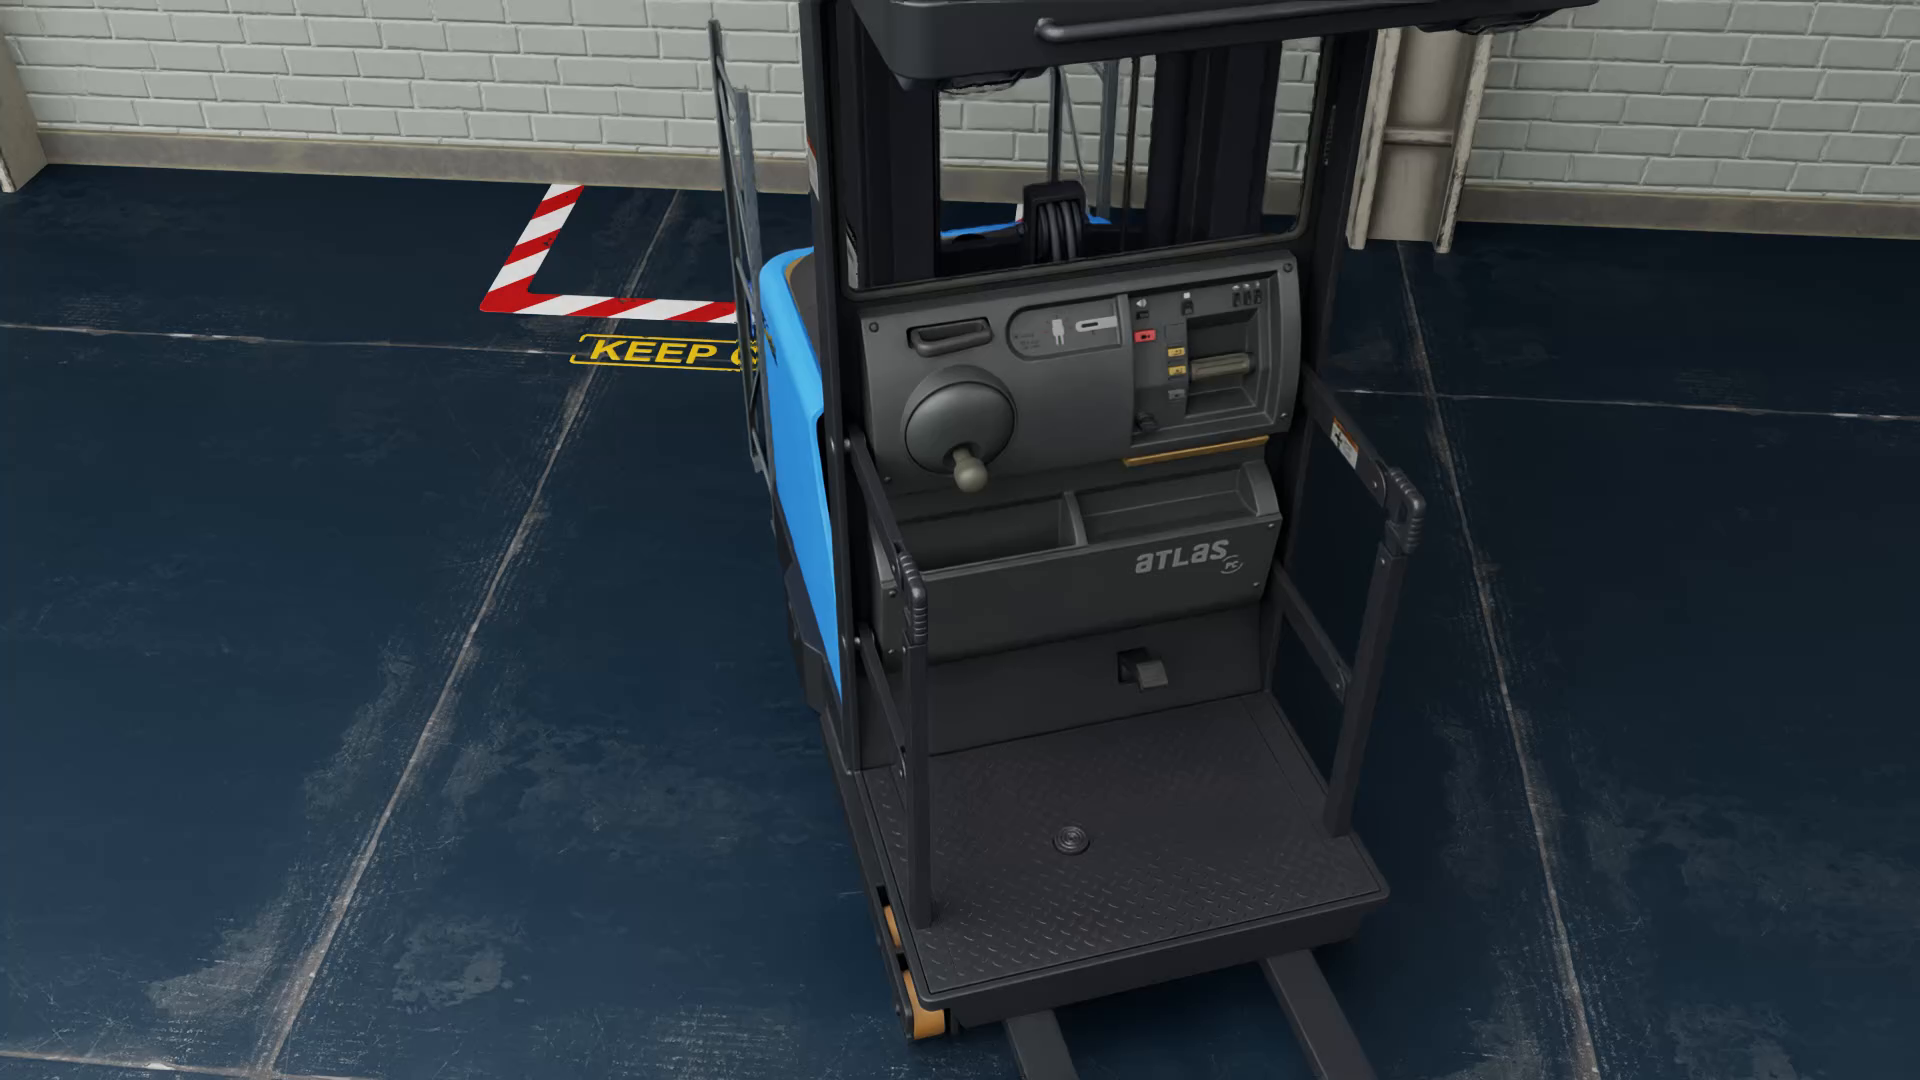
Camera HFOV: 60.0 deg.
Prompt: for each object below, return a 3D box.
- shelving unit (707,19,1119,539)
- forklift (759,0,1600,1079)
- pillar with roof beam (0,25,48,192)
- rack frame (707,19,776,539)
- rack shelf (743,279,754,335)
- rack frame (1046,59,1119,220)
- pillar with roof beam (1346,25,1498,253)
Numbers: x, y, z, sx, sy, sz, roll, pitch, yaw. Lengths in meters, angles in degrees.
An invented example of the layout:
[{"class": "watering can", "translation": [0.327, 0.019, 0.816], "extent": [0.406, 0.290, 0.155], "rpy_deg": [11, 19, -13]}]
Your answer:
[{"class": "shelving unit", "translation": [-0.138, -0.812, 5.059], "extent": [1.048, 1.500, 0.538], "rpy_deg": [-10, 40, -12]}, {"class": "forklift", "translation": [0.320, -0.267, 3.256], "extent": [1.130, 2.935, 3.031], "rpy_deg": [-10, 40, -12]}, {"class": "pillar with roof beam", "translation": [-4.570, -2.367, 1.030], "extent": [0.400, 9.000, 9.100], "rpy_deg": [3, 39, 4]}, {"class": "rack frame", "translation": [-0.628, -0.727, 4.955], "extent": [0.032, 1.500, 0.500], "rpy_deg": [-10, 40, -12]}, {"class": "rack shelf", "translation": [-0.138, -0.672, 5.173], "extent": [1.000, 0.185, 0.538], "rpy_deg": [-10, 40, -12]}, {"class": "rack frame", "translation": [0.352, -0.897, 5.164], "extent": [0.032, 1.500, 0.500], "rpy_deg": [-10, 40, -12]}, {"class": "pillar with roof beam", "translation": [1.408, -2.040, 0.628], "extent": [0.400, 9.000, 9.100], "rpy_deg": [3, 39, 4]}]
